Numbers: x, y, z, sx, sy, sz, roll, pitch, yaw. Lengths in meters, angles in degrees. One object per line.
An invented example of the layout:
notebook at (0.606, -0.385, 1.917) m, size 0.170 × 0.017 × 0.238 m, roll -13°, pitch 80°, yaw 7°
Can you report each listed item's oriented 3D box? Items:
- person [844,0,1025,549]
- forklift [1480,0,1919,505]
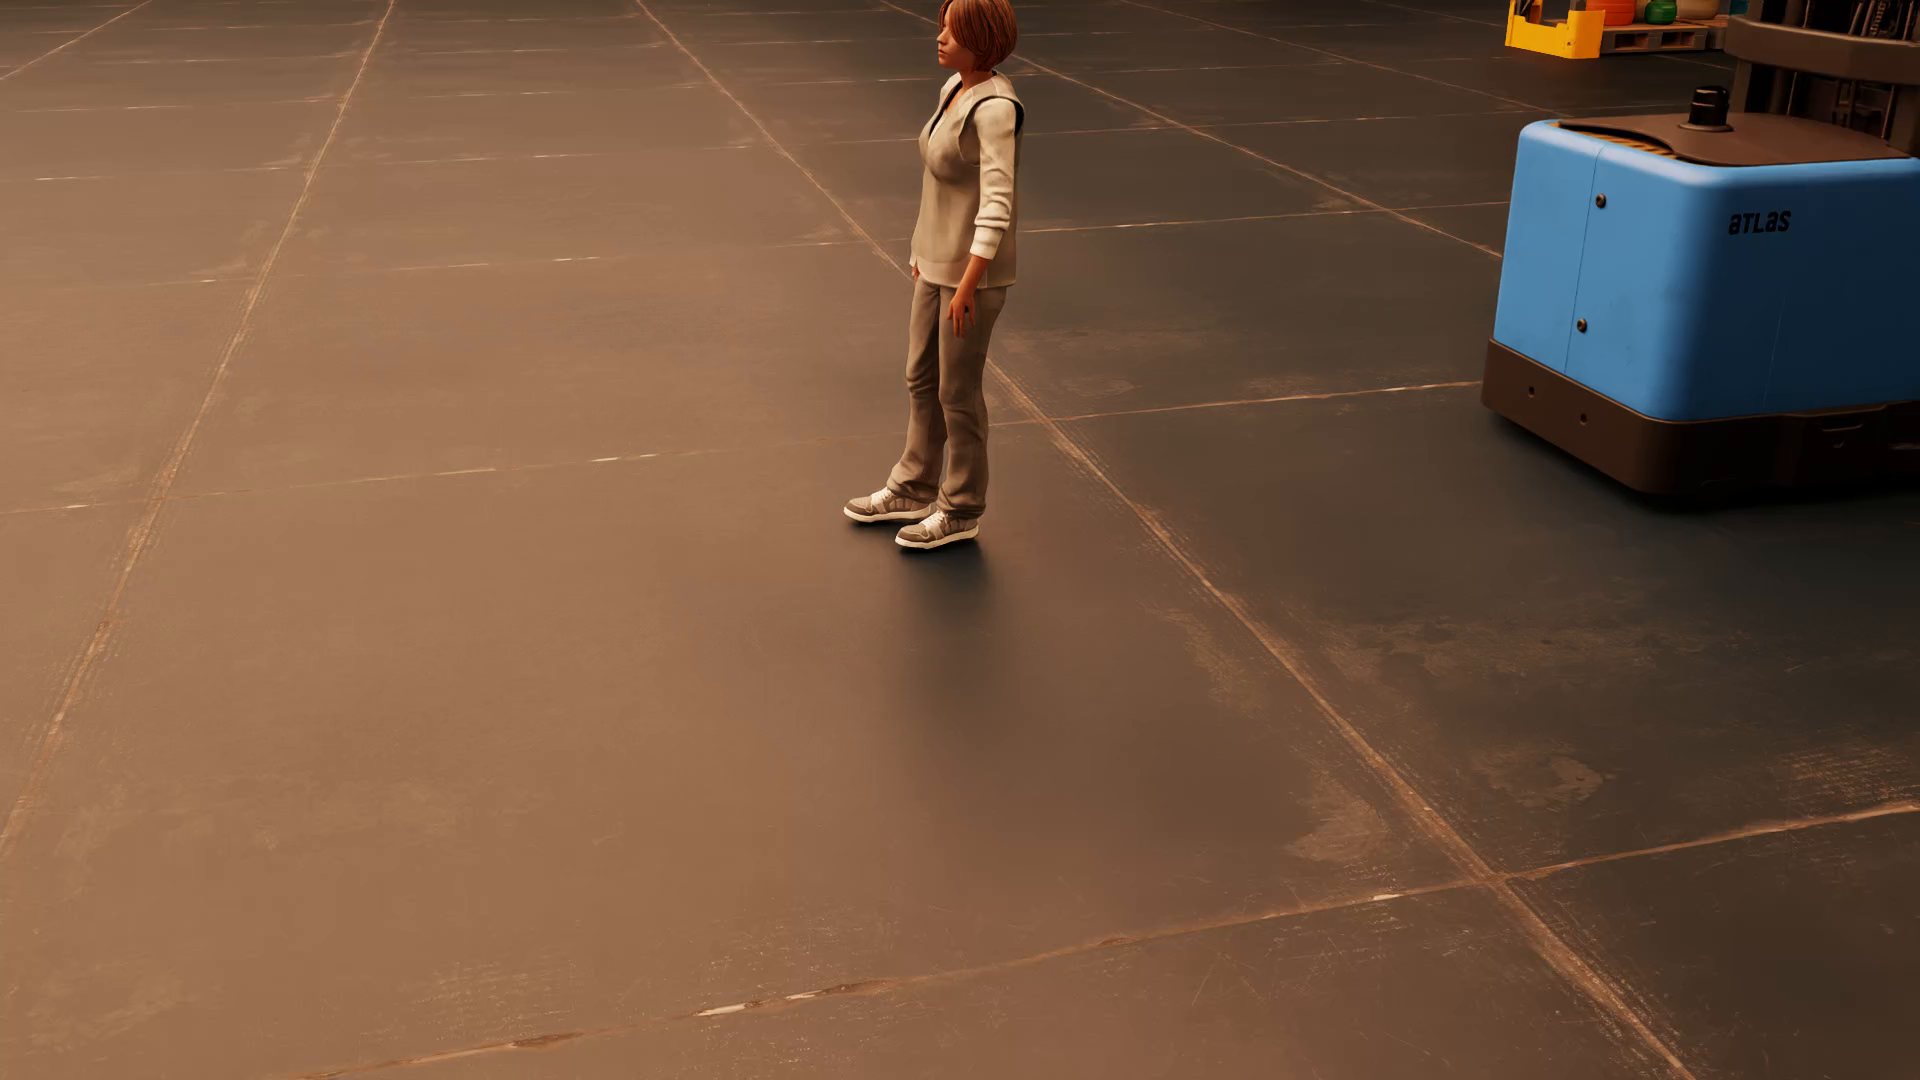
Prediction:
person at (-0.076, -0.739, 4.732) m, size 0.473 × 1.599 × 0.520 m, roll -6°, pitch 24°, yaw -14°
forklift at (3.467, -1.763, 5.453) m, size 3.031 × 2.935 × 1.130 m, roll -6°, pitch 24°, yaw -14°
